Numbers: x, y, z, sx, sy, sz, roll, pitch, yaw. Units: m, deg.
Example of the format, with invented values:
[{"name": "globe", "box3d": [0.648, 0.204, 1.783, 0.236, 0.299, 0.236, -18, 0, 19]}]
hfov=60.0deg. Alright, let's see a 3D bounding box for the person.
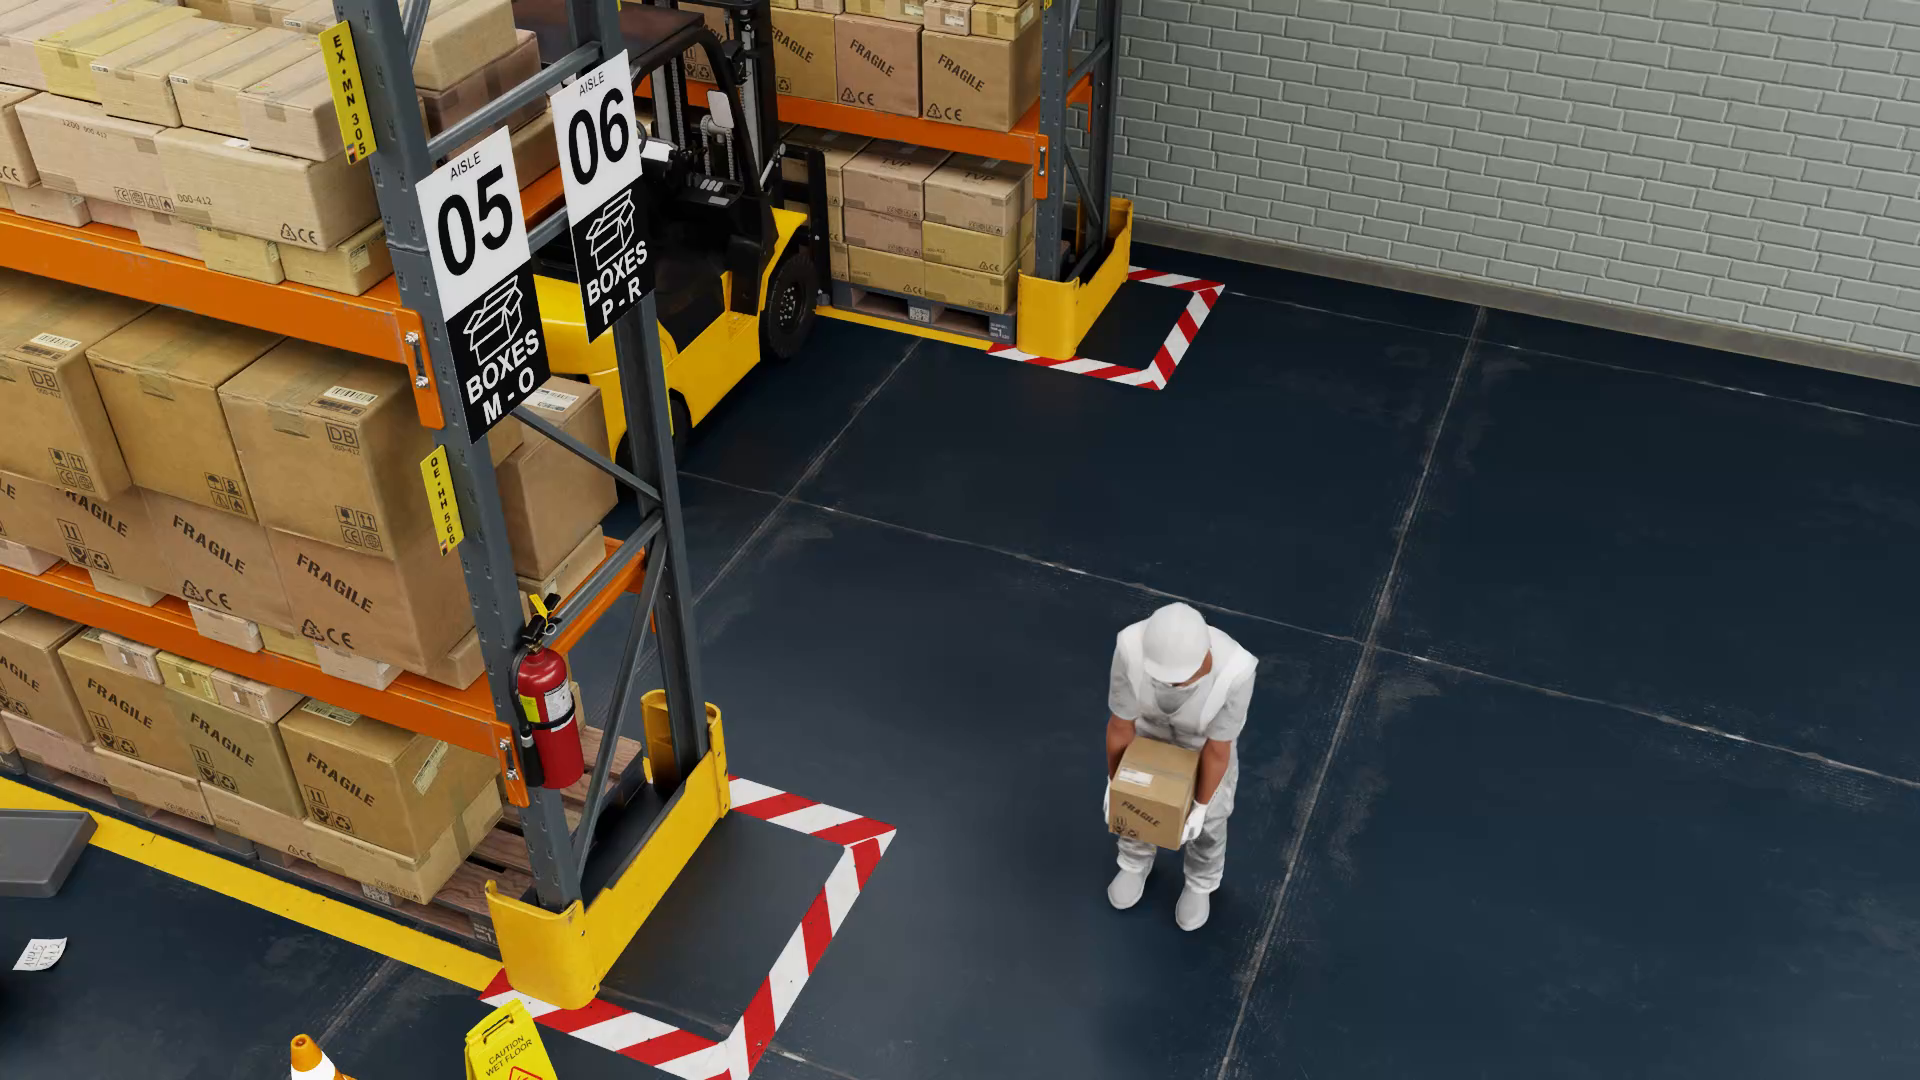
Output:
[{"name": "person", "box3d": [0.758, 0.771, 5.880, 0.486, 1.668, 0.696, 14, 39, 17]}]
